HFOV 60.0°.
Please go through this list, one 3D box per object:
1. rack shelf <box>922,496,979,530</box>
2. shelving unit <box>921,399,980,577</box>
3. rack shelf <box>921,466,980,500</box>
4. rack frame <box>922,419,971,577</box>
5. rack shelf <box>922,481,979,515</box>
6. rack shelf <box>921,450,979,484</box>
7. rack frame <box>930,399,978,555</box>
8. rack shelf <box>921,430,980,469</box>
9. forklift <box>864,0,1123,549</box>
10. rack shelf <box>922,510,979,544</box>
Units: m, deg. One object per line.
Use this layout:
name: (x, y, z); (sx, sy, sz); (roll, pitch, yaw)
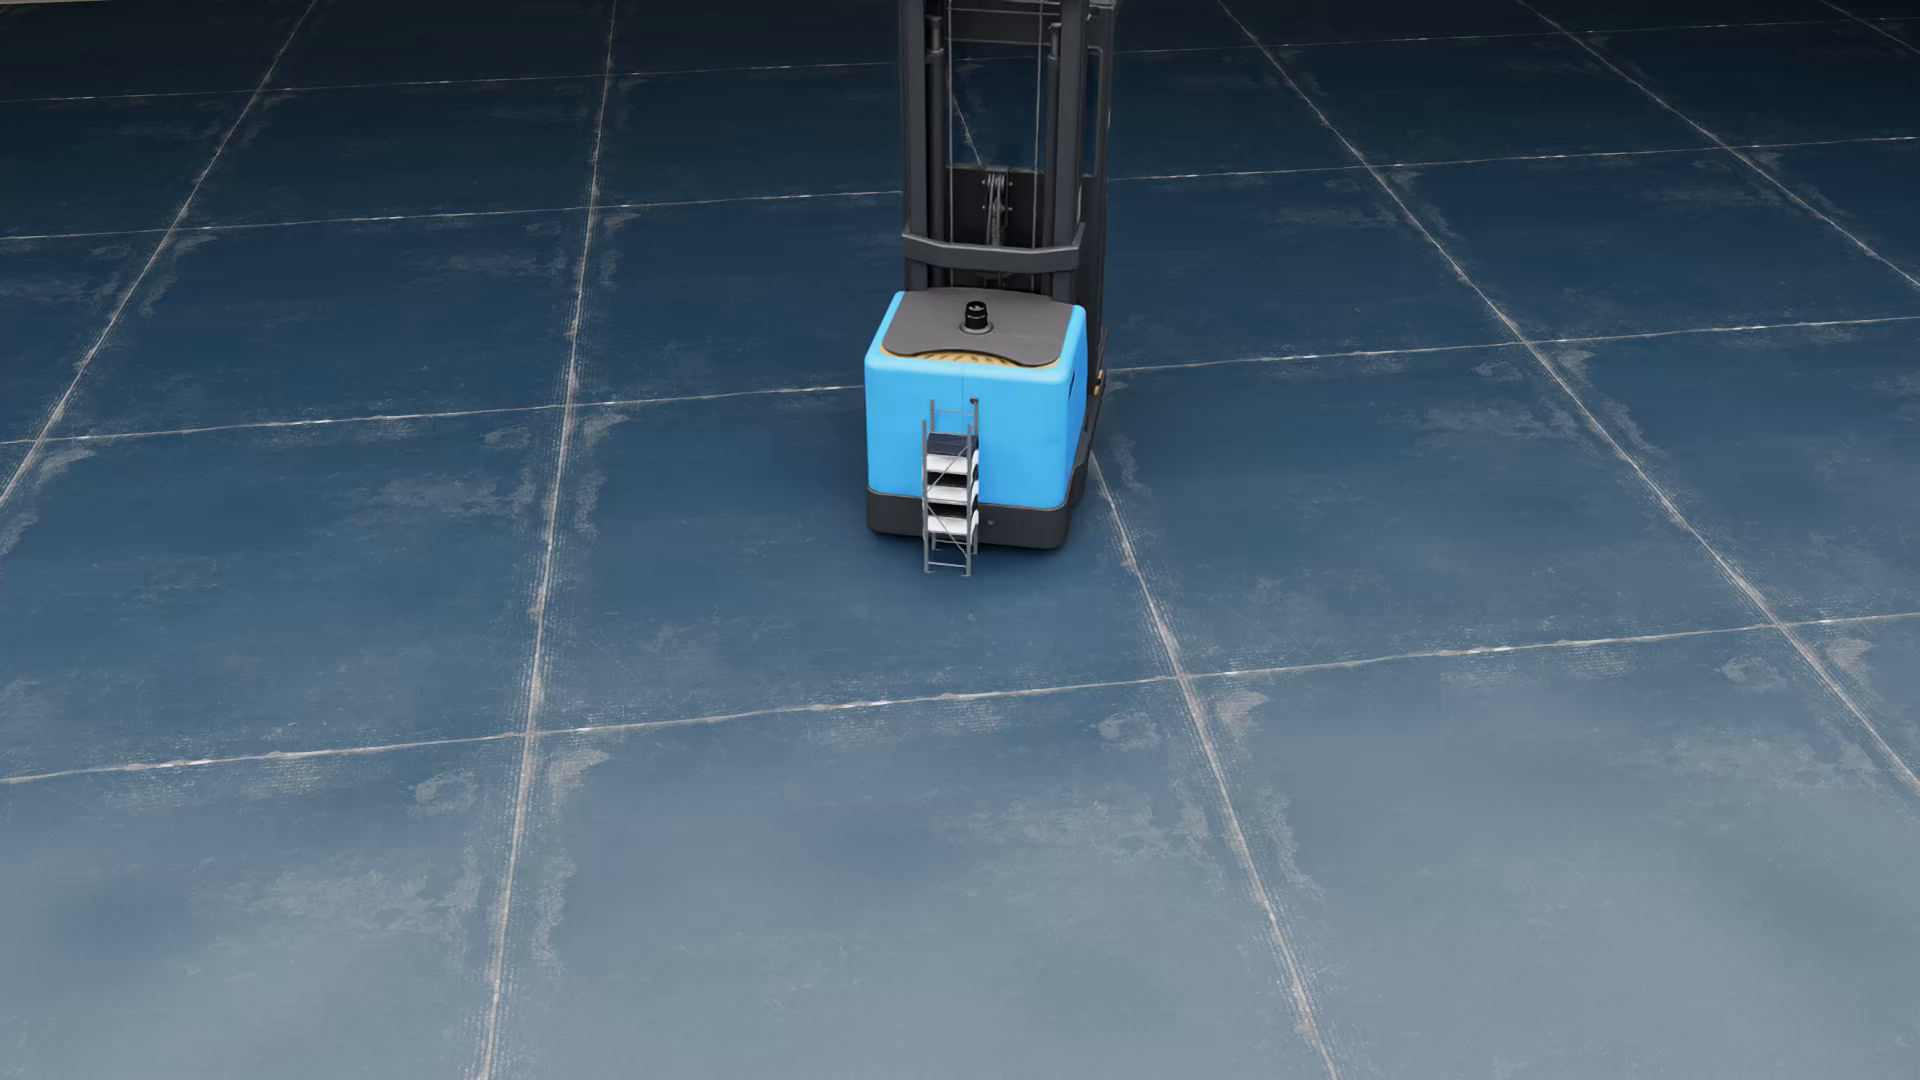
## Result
rack shelf: (-0.046, -0.150, 8.390); (0.258, 0.077, 0.200); (6, 35, 8)
shelving unit: (-0.046, -0.252, 8.321); (0.258, 0.900, 0.210); (6, 35, 8)
rack shelf: (-0.046, -0.299, 8.289); (0.258, 0.077, 0.200); (6, 35, 8)
rack frame: (-0.064, -0.196, 8.238); (0.240, 0.900, 0.006); (6, 35, 8)
rack shelf: (-0.046, -0.224, 8.339); (0.258, 0.077, 0.200); (6, 35, 8)
rack shelf: (-0.046, -0.373, 8.238); (0.258, 0.077, 0.200); (6, 35, 8)
rack frame: (-0.029, -0.308, 8.403); (0.240, 0.900, 0.006); (6, 35, 8)
rack shelf: (-0.046, -0.447, 8.187); (0.258, 0.077, 0.200); (6, 35, 8)
forklift: (0.277, -1.987, 9.063); (1.130, 2.935, 3.031); (6, 35, 8)
rack shelf: (-0.046, -0.076, 8.441); (0.258, 0.077, 0.200); (6, 35, 8)
